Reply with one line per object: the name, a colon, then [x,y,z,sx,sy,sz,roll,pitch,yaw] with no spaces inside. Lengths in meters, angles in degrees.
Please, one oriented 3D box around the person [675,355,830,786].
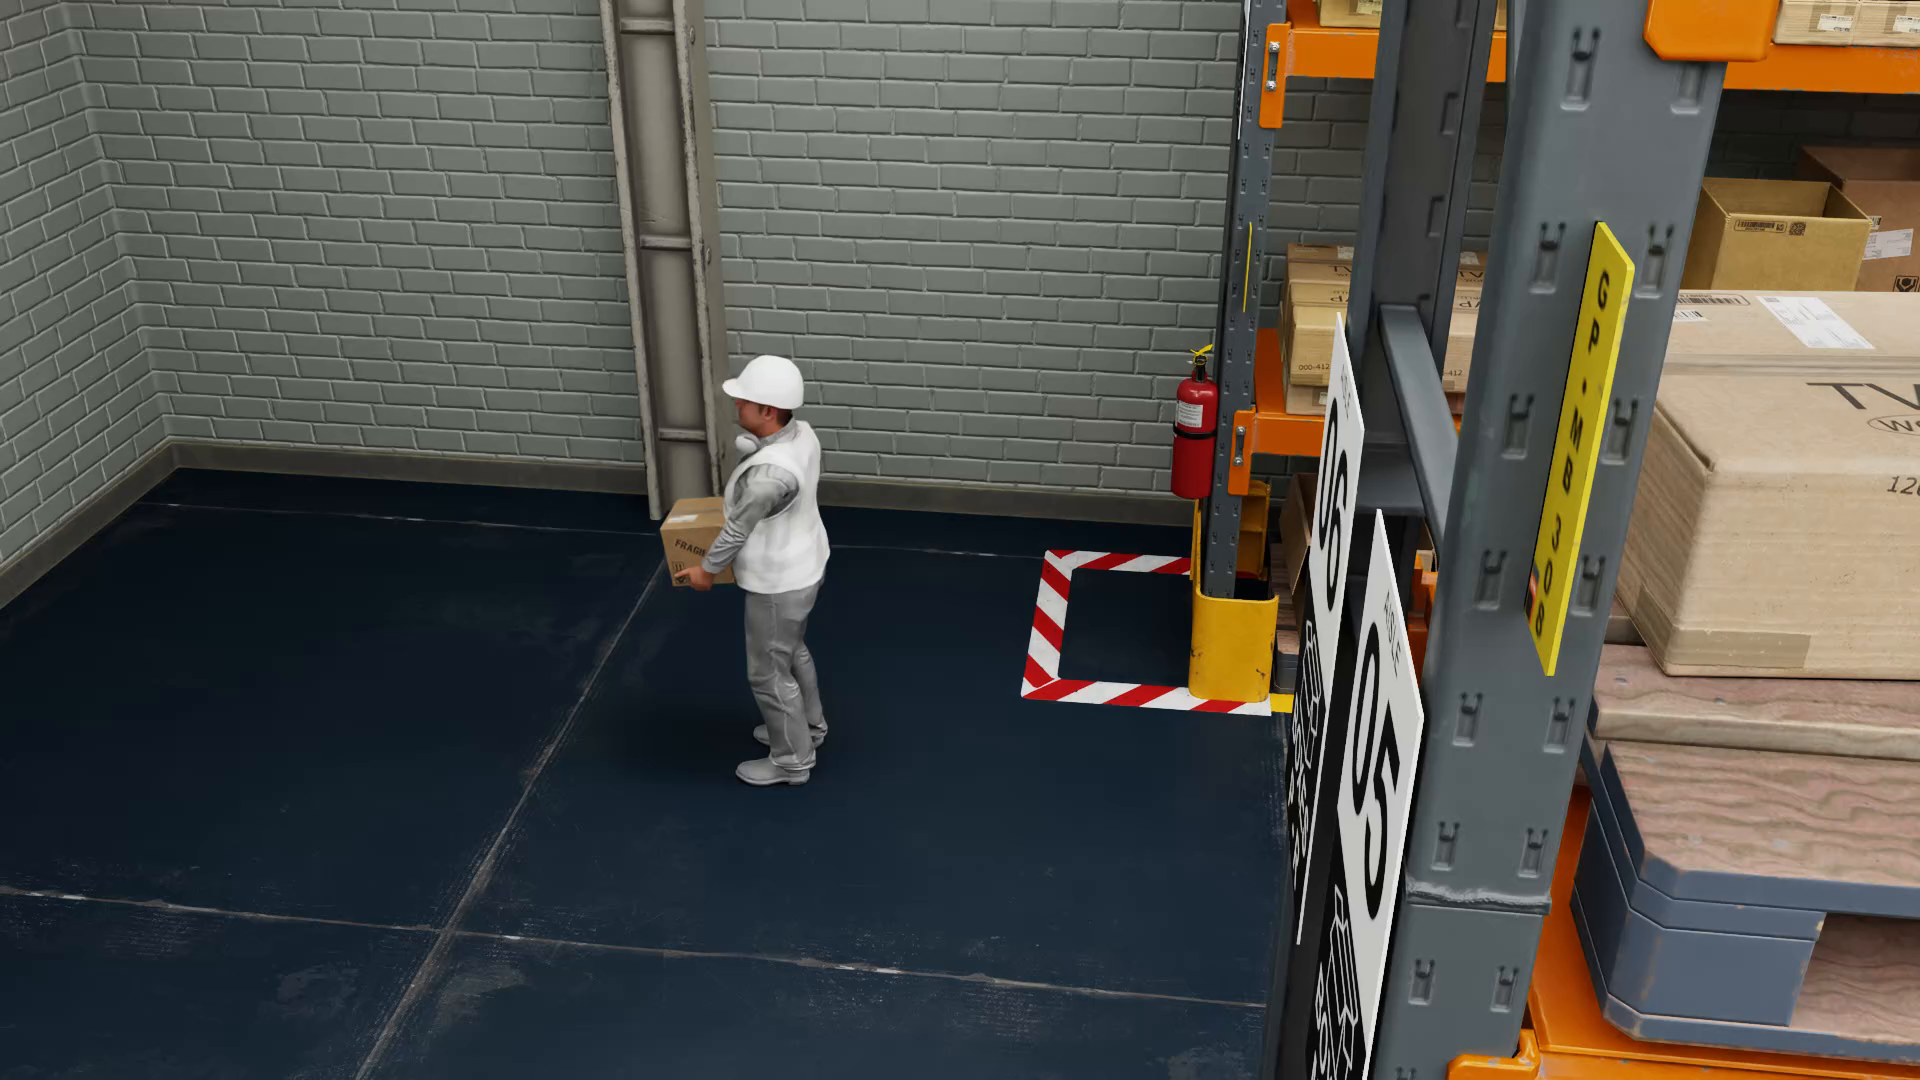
person: [-0.788,0.122,6.372,0.558,1.772,0.495,3,28,6]
